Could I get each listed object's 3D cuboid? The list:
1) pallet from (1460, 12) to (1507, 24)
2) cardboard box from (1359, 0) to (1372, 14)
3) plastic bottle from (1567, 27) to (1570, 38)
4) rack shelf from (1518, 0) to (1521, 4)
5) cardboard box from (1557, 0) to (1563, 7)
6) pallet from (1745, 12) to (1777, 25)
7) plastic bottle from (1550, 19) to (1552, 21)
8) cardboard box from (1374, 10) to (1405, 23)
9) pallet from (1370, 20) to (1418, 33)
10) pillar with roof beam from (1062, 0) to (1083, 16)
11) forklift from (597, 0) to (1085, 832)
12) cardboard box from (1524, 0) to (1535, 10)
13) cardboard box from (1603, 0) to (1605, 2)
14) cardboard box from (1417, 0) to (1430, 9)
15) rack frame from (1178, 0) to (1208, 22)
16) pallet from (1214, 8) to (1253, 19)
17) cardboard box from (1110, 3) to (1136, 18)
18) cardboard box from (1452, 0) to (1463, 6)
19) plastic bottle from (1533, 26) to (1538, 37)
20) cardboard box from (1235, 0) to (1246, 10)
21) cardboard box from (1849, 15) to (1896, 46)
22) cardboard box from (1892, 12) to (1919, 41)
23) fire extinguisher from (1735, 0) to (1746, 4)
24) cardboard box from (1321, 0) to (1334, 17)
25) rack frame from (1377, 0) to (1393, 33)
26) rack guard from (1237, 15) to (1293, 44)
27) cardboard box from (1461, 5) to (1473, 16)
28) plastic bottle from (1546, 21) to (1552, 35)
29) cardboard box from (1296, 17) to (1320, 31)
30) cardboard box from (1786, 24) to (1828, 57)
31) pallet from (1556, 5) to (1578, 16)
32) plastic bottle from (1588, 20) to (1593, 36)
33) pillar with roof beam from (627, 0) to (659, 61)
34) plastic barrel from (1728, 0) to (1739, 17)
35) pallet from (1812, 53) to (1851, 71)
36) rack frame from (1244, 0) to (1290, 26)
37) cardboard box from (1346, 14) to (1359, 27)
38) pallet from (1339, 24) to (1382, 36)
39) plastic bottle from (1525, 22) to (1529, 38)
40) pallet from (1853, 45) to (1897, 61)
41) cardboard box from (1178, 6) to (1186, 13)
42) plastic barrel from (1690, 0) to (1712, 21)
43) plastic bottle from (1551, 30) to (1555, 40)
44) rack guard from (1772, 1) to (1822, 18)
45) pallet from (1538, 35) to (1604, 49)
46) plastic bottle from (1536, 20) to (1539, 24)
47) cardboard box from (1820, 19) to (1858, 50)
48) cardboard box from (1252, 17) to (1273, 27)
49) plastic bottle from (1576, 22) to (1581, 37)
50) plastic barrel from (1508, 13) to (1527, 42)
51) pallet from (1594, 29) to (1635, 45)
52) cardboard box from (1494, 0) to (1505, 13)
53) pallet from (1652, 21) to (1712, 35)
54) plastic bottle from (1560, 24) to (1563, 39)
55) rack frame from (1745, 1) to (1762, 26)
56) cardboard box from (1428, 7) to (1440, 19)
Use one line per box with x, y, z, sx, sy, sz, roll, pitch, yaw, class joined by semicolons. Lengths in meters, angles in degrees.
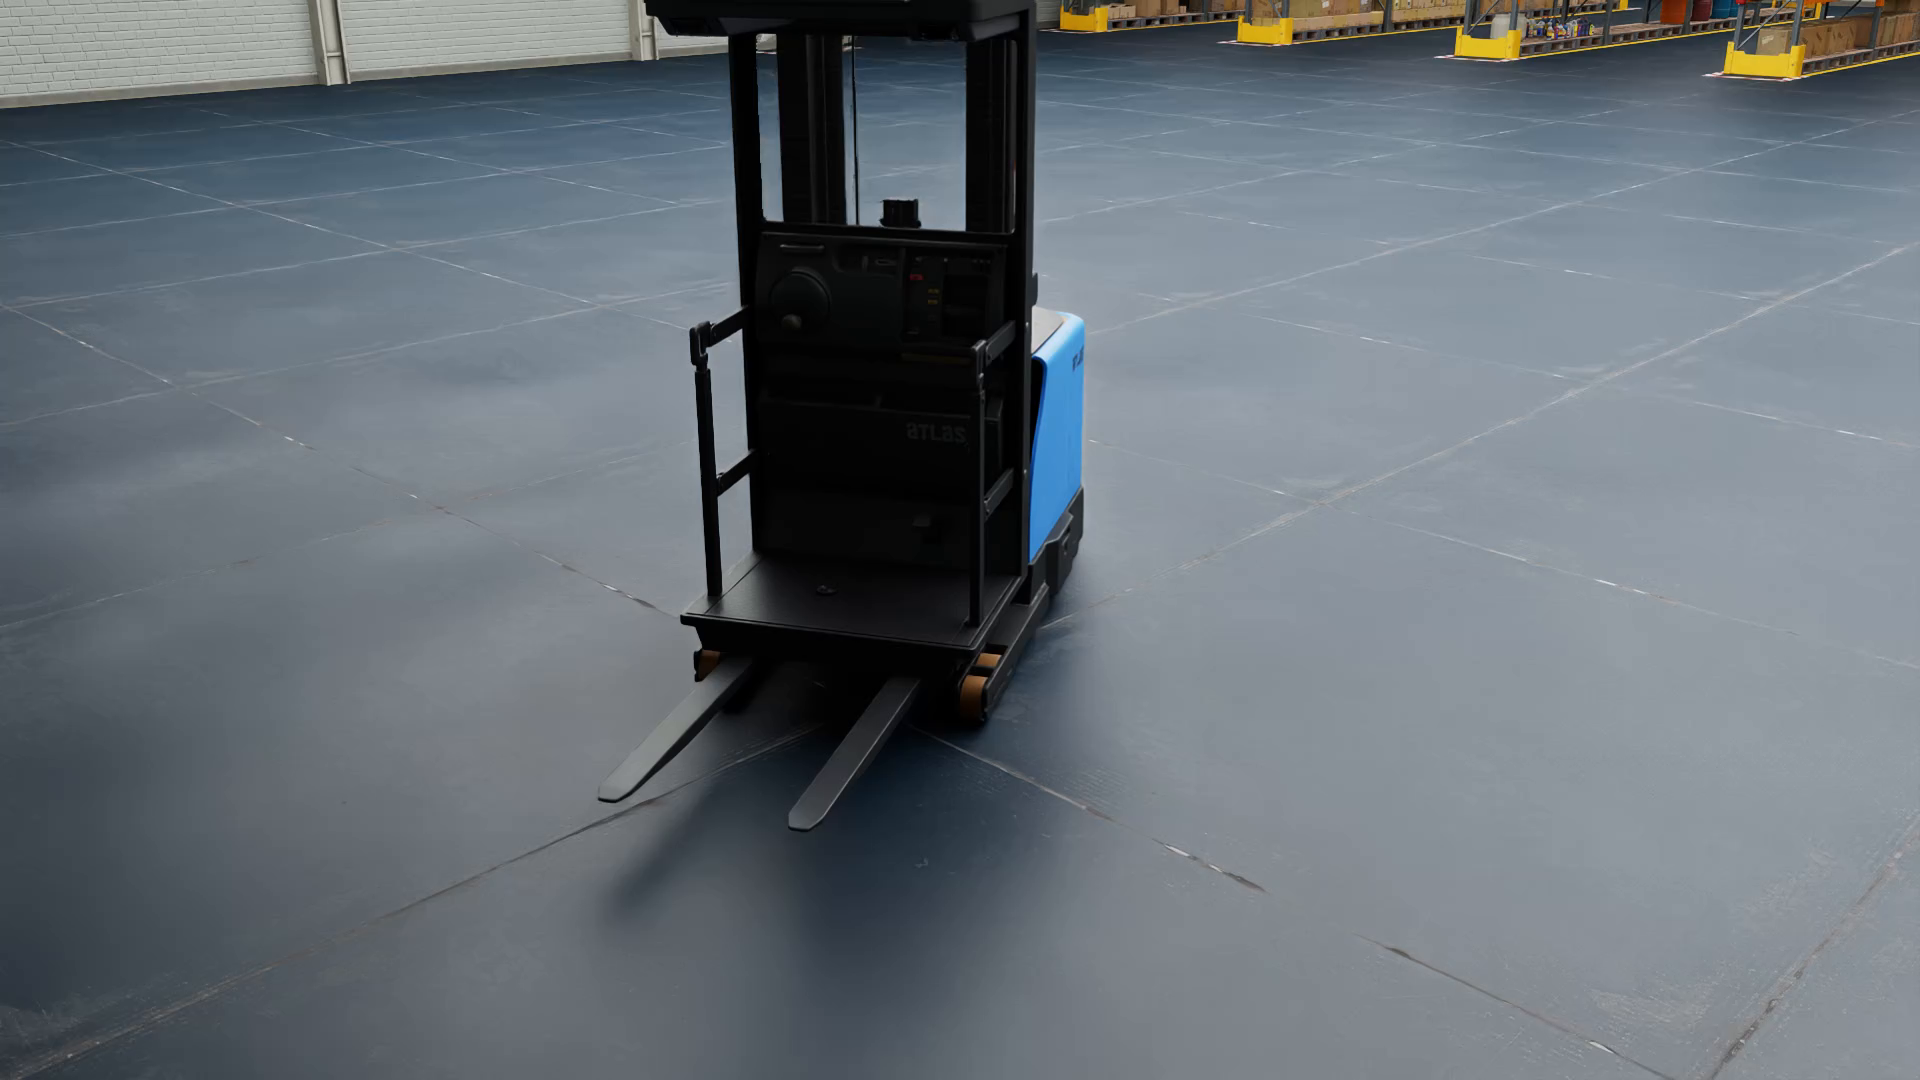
12.411;-12.596;40.051;1.003;0.211;1.213;19;28;41;pallet
8.548;-11.650;35.905;0.500;0.500;0.500;19;28;41;cardboard box
11.838;-9.897;32.431;0.097;0.201;0.097;0;21;0;plastic bottle
11.224;-10.596;31.965;1.077;0.370;4.000;19;28;41;rack shelf
15.101;-13.747;42.295;0.500;0.311;0.500;19;28;41;cardboard box
18.685;-12.400;39.541;1.003;0.211;1.213;19;28;41;pallet
11.876;-10.318;33.421;0.135;0.276;0.152;-19;28;-40;plastic bottle
9.531;-11.641;36.928;0.500;0.250;0.500;18;28;39;cardboard box
9.558;-11.584;37.420;1.003;0.211;1.213;19;28;41;pallet
5.683;-15.017;34.101;9.100;9.000;0.400;19;28;41;pillar with roof beam
-0.346;-0.879;5.777;1.130;2.935;3.031;6;22;15;forklift
13.813;-13.329;40.944;0.500;0.500;0.500;20;29;41;cardboard box
16.894;-14.371;44.120;0.380;0.166;0.250;19;28;41;cardboard box
10.252;-12.166;37.511;0.500;0.311;0.500;18;27;39;cardboard box
5.521;-13.926;39.624;1.000;3.000;0.127;19;28;41;rack frame
6.914;-13.140;41.466;1.003;0.211;1.213;19;28;41;pallet
3.675;-12.150;38.138;0.500;0.311;0.500;-17;27;-38;cardboard box
11.316;-12.558;38.531;0.500;0.311;0.500;19;28;40;cardboard box
11.317;-10.017;32.743;0.097;0.201;0.097;0;21;0;plastic bottle
6.731;-13.424;41.190;0.700;0.500;0.500;20;28;41;cardboard box
16.957;-9.515;31.021;0.700;0.500;0.500;19;28;40;cardboard box
18.127;-9.950;32.152;0.700;0.500;0.500;16;26;36;cardboard box
12.967;-9.228;27.510;0.296;0.674;0.183;19;28;41;fire extinguisher
7.502;-11.264;34.902;0.500;0.500;0.500;19;28;41;cardboard box
9.072;-12.687;36.401;1.000;3.000;0.127;19;28;41;rack frame
6.265;-10.486;34.159;1.175;0.500;0.348;19;28;41;rack guard
11.670;-12.431;38.984;0.500;0.250;0.500;-19;28;-41;cardboard box
11.744;-10.207;33.139;0.097;0.271;0.097;0;21;0;plastic bottle
7.162;-10.783;34.695;0.500;0.250;0.500;19;28;41;cardboard box
14.667;-8.682;28.881;0.500;0.500;0.500;-17;27;-37;cardboard box
15.133;-13.618;42.711;1.003;0.211;1.213;19;28;41;pallet
12.519;-10.177;33.045;0.133;0.283;0.061;-18;28;-39;plastic bottle
-2.688;-11.932;26.076;9.100;9.000;0.400;19;28;41;pillar with roof beam
17.808;-12.584;38.472;0.600;0.901;0.708;19;28;41;plastic barrel
14.873;-8.408;29.156;1.003;0.211;1.213;19;28;41;pallet
6.282;-11.659;33.726;1.000;3.000;0.127;19;28;41;rack frame
8.211;-11.167;35.695;0.500;0.250;0.500;19;28;41;cardboard box
8.488;-11.191;36.397;1.003;0.211;1.213;19;28;41;pallet
11.068;-9.969;32.502;0.061;0.283;0.133;19;28;41;plastic bottle
16.710;-9.105;30.970;1.003;0.211;1.213;19;28;41;pallet
5.169;-12.663;39.676;0.380;0.166;0.250;15;26;34;cardboard box
16.526;-11.965;37.299;0.600;0.588;0.708;19;28;41;plastic barrel
11.389;-9.732;32.000;0.097;0.201;0.097;0;21;0;plastic bottle
20.997;-13.373;41.672;1.175;0.500;0.348;19;28;41;rack guard
12.120;-9.982;33.252;1.003;0.211;1.213;19;28;41;pallet
11.482;-10.199;33.103;0.133;0.283;0.061;-19;28;-40;plastic bottle
15.860;-9.143;30.080;0.500;0.500;0.500;18;28;39;cardboard box
6.444;-10.783;34.695;0.500;0.250;0.500;19;28;41;cardboard box
12.158;-10.044;32.699;0.133;0.283;0.061;-18;27;-39;plastic bottle
10.582;-9.770;31.694;0.421;0.512;0.421;0;21;0;plastic barrel
13.139;-10.356;34.224;1.003;0.211;1.213;19;28;41;pallet
12.746;-12.935;39.918;0.500;0.500;0.500;18;27;39;cardboard box
15.929;-11.386;36.903;1.003;0.211;1.213;19;28;41;pallet
11.625;-9.852;32.214;0.097;0.271;0.097;0;21;0;plastic bottle
18.200;-13.503;38.524;1.000;3.000;0.127;19;28;41;rack frame
10.604;-12.036;37.956;0.500;0.250;0.500;-20;28;-41;cardboard box
